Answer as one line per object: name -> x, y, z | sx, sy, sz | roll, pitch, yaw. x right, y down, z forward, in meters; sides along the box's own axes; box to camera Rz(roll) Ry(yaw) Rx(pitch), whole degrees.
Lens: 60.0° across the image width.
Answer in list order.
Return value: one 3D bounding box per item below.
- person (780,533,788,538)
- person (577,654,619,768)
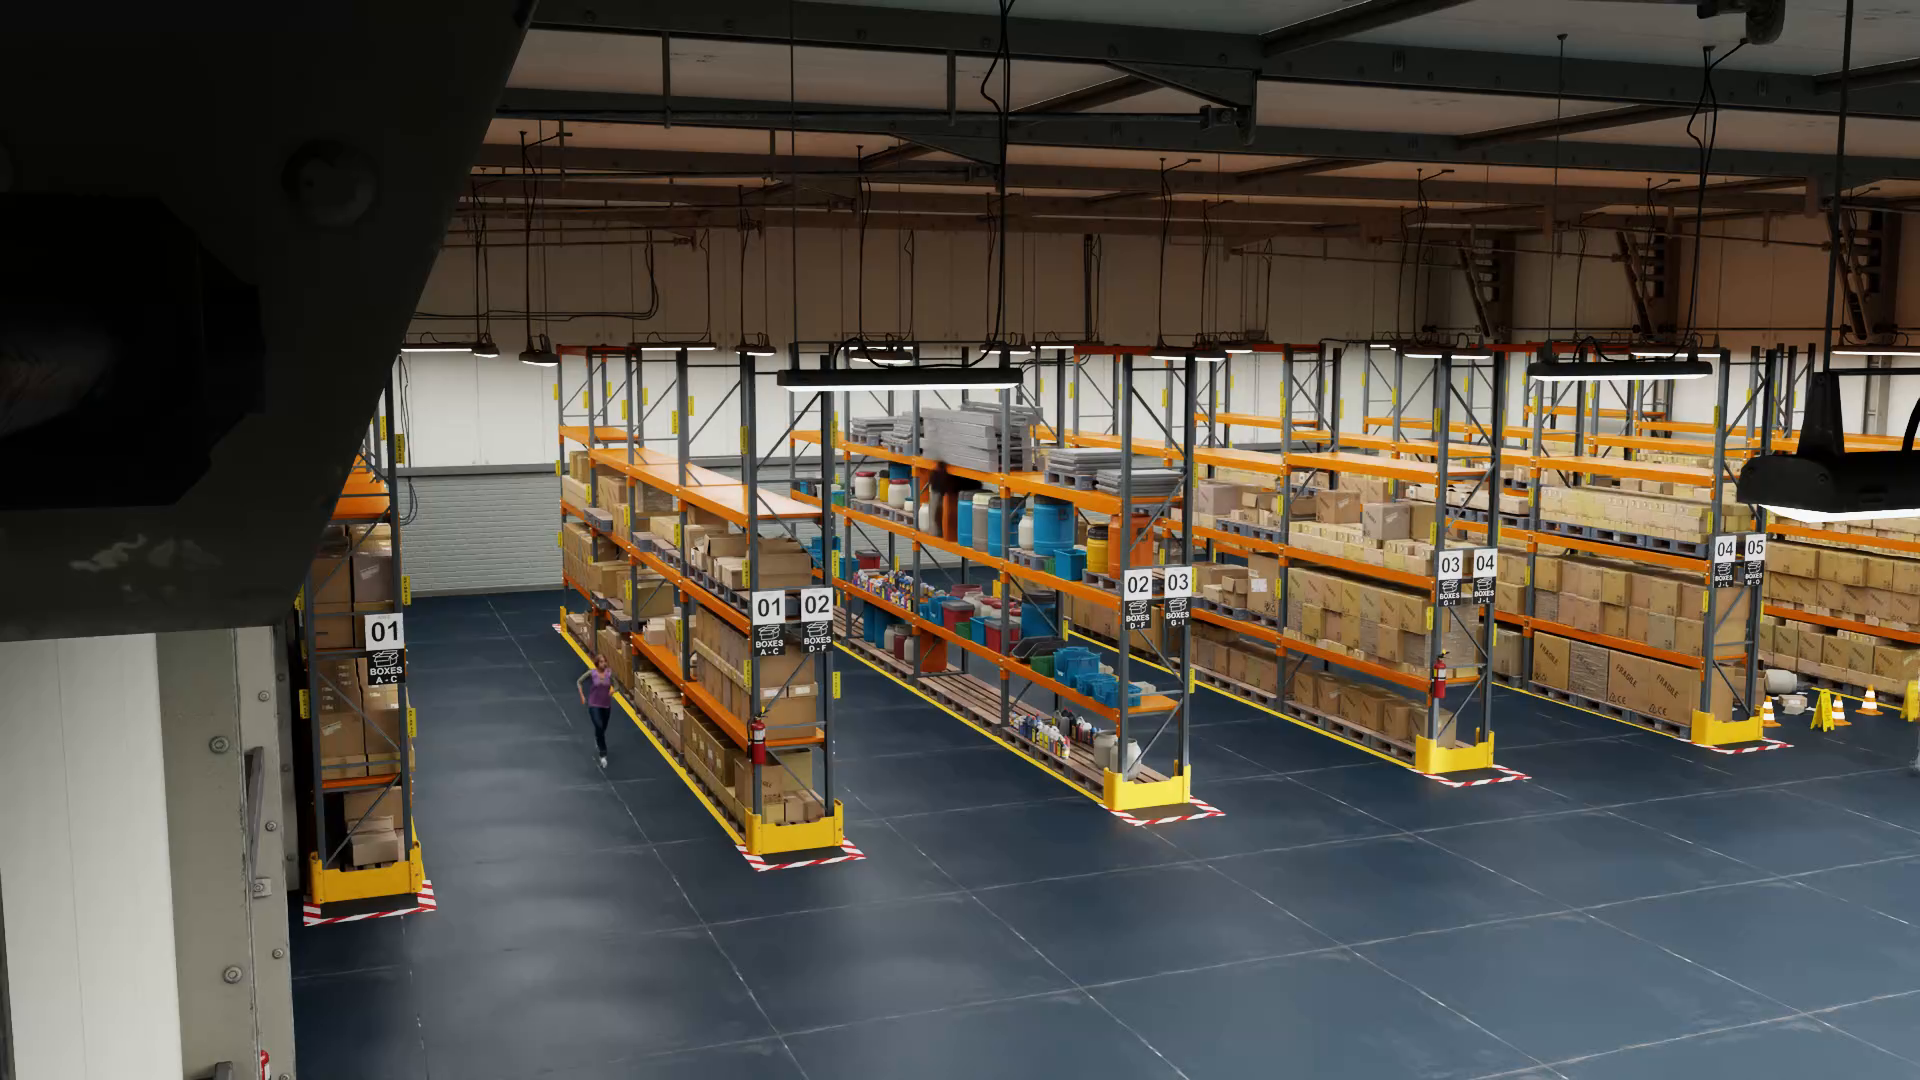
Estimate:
person -> -4.282, 0.630, 38.742 | 0.594, 1.592, 0.760 | 1, 7, 4
person -> -5.295, 2.463, 24.359 | 0.571, 1.594, 0.869 | -4, 8, -28
